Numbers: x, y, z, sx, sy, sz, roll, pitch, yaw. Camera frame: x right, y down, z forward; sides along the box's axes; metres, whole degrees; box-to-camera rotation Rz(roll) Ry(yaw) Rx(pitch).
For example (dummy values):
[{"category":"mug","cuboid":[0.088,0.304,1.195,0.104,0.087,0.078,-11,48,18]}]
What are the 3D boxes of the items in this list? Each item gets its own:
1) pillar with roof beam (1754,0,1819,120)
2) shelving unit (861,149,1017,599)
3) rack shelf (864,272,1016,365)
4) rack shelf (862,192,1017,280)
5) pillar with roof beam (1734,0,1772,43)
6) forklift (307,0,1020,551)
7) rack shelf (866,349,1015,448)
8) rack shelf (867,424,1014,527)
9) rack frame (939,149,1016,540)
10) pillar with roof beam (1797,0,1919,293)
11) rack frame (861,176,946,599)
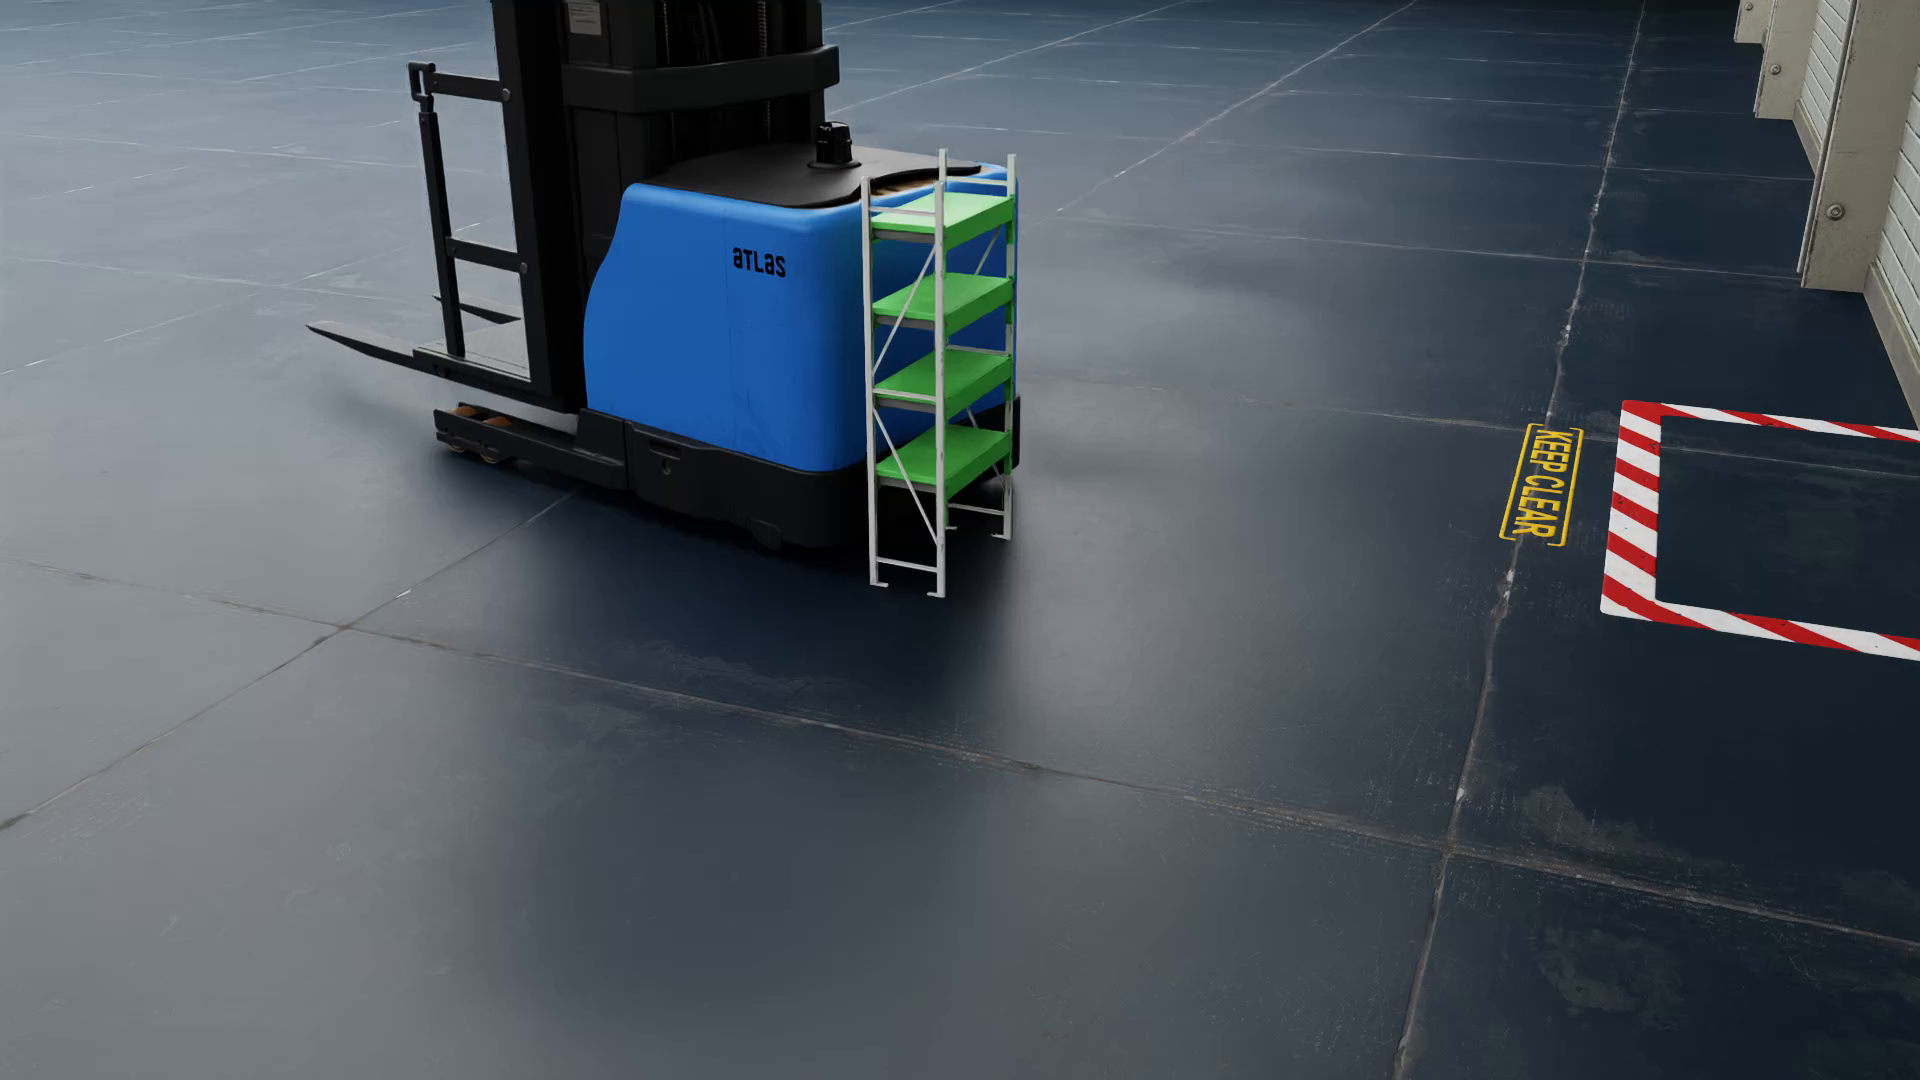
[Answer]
[{"category":"pillar with roof beam","cuboid":[2.624,-8.217,13.246,9.100,9.000,0.400,9,24,20]},{"category":"shelving unit","cuboid":[-0.052,-0.490,4.867,0.258,1.200,0.503,10,25,23]},{"category":"rack shelf","cuboid":[-0.052,-0.653,4.799,0.258,0.148,0.480,10,25,23]},{"category":"rack shelf","cuboid":[-0.052,-0.874,4.706,0.258,0.148,0.480,10,25,23]},{"category":"pillar with roof beam","cuboid":[4.853,-10.364,18.387,9.100,9.000,0.400,9,24,20]},{"category":"forklift","cuboid":[-1.267,-1.763,5.669,3.031,2.935,1.130,17,28,35]},{"category":"rack shelf","cuboid":[-0.052,-0.431,4.891,0.258,0.148,0.480,10,25,23]},{"category":"rack shelf","cuboid":[-0.052,-0.210,4.984,0.258,0.148,0.480,10,25,23]},{"category":"rack frame","cuboid":[0.050,-0.575,5.071,0.240,1.200,0.015,10,25,23]},{"category":"pillar with roof beam","cuboid":[0.395,-6.070,8.106,9.100,9.000,0.400,9,24,20]},{"category":"rack frame","cuboid":[-0.154,-0.405,4.662,0.240,1.200,0.015,10,25,23]}]
